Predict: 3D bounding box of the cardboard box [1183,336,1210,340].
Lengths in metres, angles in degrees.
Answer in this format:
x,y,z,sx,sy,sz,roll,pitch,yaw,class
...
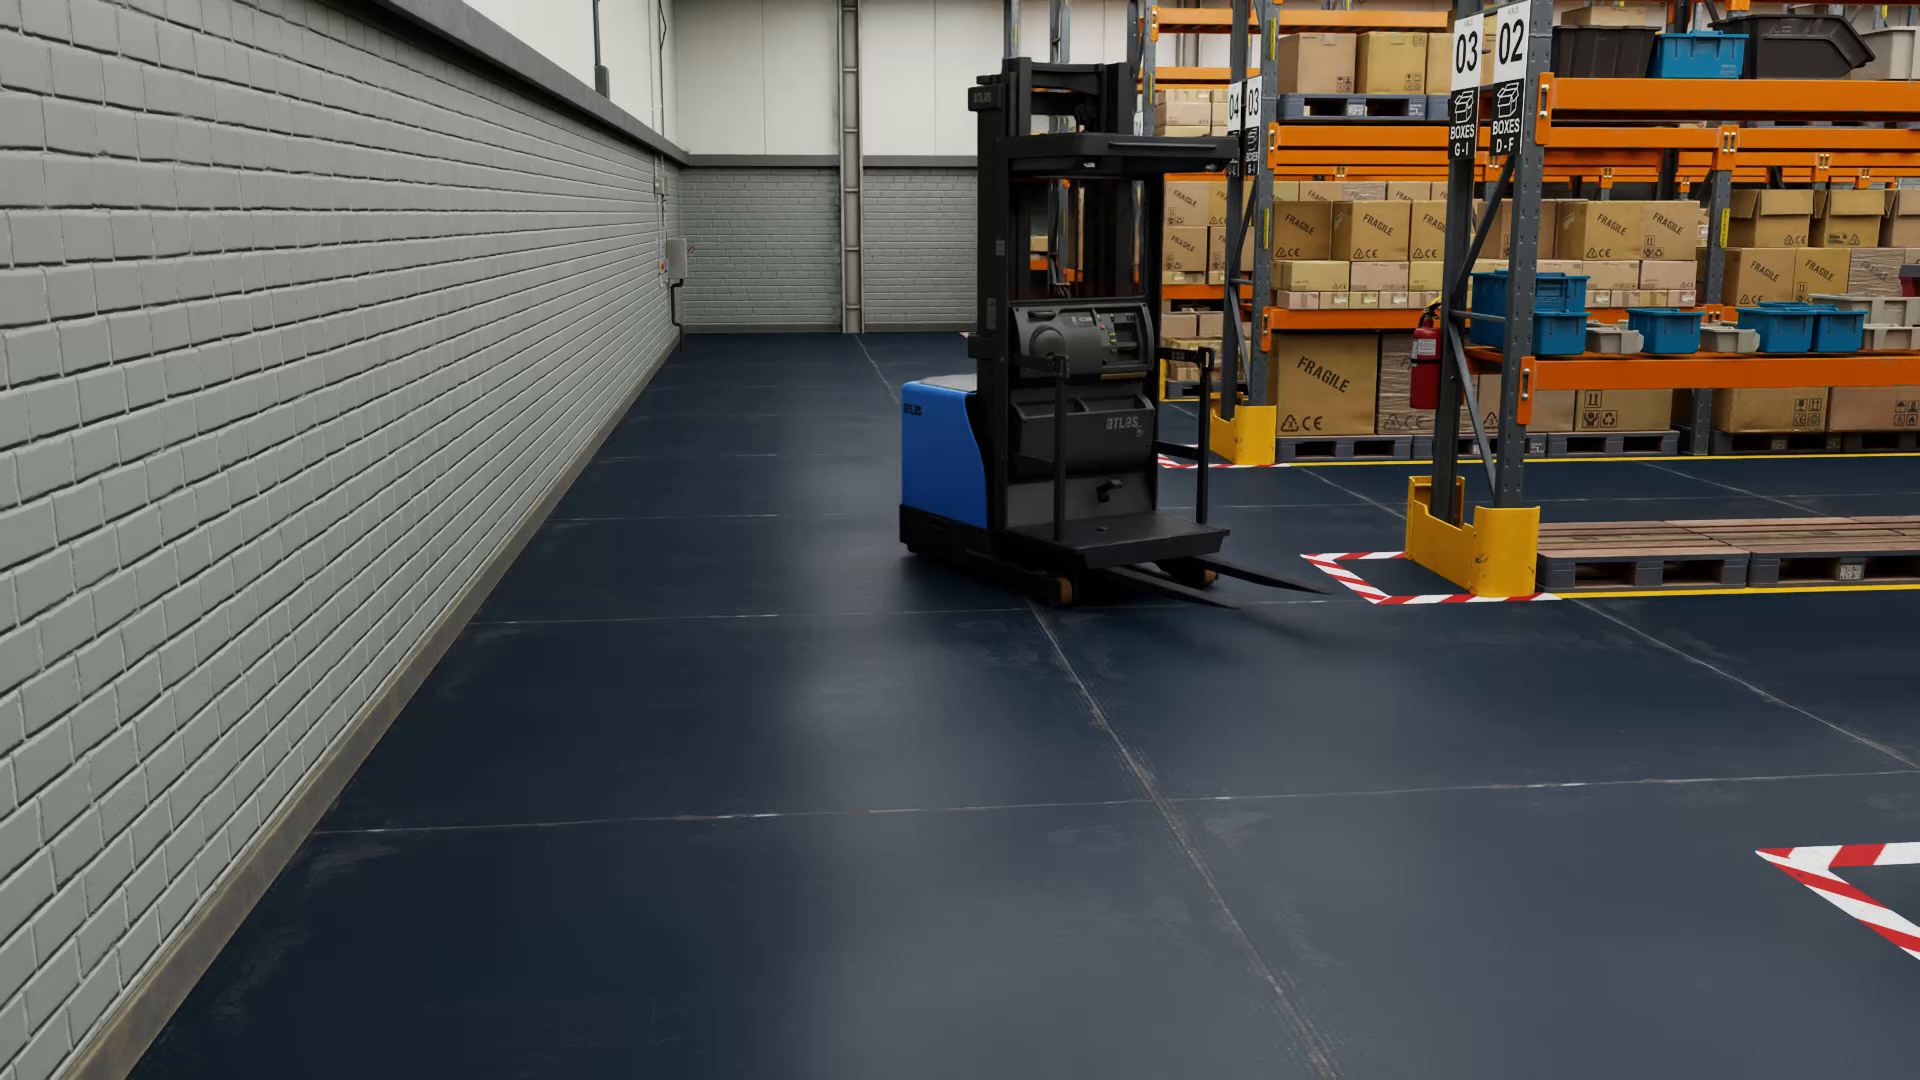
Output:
x,y,z,sx,sy,sz,roll,pitch,yaw,class
2.795,-2.324,19.675,0.250,0.149,0.380,-1,11,-5,cardboard box

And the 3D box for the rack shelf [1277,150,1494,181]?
x,y,z,sx,sy,sz,roll,pitch,yaw,class
4.028,-4.332,19.216,4.000,0.370,1.077,-1,11,-6,rack shelf

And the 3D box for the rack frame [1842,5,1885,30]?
x,y,z,sx,sy,sz,roll,pitch,yaw,class
13.335,-7.312,24.735,0.127,3.000,1.000,-1,11,-6,rack frame

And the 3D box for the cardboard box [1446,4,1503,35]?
x,y,z,sx,sy,sz,roll,pitch,yaw,class
4.485,-4.402,14.158,0.500,0.250,0.500,-2,11,-8,cardboard box

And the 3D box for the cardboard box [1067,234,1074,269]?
x,y,z,sx,sy,sz,roll,pitch,yaw,class
1.856,-4.229,24.342,0.500,0.500,0.500,-1,11,-6,cardboard box

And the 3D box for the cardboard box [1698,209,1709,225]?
x,y,z,sx,sy,sz,roll,pitch,yaw,class
10.875,-4.676,24.758,0.500,0.500,0.500,-1,11,-5,cardboard box

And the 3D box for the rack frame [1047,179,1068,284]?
x,y,z,sx,sy,sz,roll,pitch,yaw,class
1.405,-4.119,24.042,0.127,3.000,1.000,-1,11,-6,rack frame

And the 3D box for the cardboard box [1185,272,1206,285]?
x,y,z,sx,sy,sz,roll,pitch,yaw,class
2.646,-3.005,19.030,0.250,0.149,0.380,-1,11,-4,cardboard box

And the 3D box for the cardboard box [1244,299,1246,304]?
x,y,z,sx,sy,sz,roll,pitch,yaw,class
5.298,-4.200,29.849,0.500,0.500,0.500,-1,11,-6,cardboard box

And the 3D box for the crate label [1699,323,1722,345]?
x,y,z,sx,sy,sz,roll,pitch,yaw,class
4.365,-1.234,9.896,0.243,0.136,0.396,-1,11,-6,crate label

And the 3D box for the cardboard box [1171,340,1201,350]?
x,y,z,sx,sy,sz,roll,pitch,yaw,class
2.598,-2.216,19.125,0.250,0.149,0.380,-2,11,-9,cardboard box

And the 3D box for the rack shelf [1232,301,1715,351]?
x,y,z,sx,sy,sz,roll,pitch,yaw,class
4.464,-1.907,14.656,4.000,0.370,1.077,-1,11,-6,rack shelf

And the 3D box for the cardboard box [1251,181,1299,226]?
x,y,z,sx,sy,sz,roll,pitch,yaw,class
3.536,-3.834,18.971,0.500,0.500,0.500,-1,11,-7,cardboard box

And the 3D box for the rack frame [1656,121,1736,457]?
x,y,z,sx,sy,sz,roll,pitch,yaw,class
6.452,-2.301,14.799,0.127,3.000,1.000,-1,11,-6,rack frame

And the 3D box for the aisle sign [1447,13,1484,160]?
x,y,z,sx,sy,sz,roll,pitch,yaw,class
2.907,-2.599,9.571,0.004,0.787,0.394,-1,11,-6,aisle sign

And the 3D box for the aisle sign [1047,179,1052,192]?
x,y,z,sx,sy,sz,roll,pitch,yaw,class
1.300,-5.452,24.086,0.004,0.787,0.394,-1,11,-6,aisle sign

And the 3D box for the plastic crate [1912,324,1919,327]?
x,y,z,sx,sy,sz,roll,pitch,yaw,class
5.903,-1.171,9.607,0.590,0.125,0.437,-1,11,-6,plastic crate

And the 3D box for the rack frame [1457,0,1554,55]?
x,y,z,sx,sy,sz,roll,pitch,yaw,class
3.010,-4.212,8.965,0.127,3.000,1.000,-1,11,-6,rack frame

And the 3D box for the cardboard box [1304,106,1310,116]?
x,y,z,sx,sy,sz,roll,pitch,yaw,class
4.030,-4.804,18.847,0.500,0.250,0.500,-2,11,-8,cardboard box

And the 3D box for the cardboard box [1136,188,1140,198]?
x,y,z,sx,sy,sz,roll,pitch,yaw,class
2.571,-4.942,23.699,0.250,0.149,0.380,-2,11,-8,cardboard box

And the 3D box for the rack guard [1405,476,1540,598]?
x,y,z,sx,sy,sz,roll,pitch,yaw,class
2.988,-0.039,9.769,0.348,0.500,1.175,-1,11,-6,rack guard

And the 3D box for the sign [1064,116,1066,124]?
x,y,z,sx,sy,sz,roll,pitch,yaw,class
1.459,-5.952,23.119,0.005,0.325,0.100,-1,11,-6,sign

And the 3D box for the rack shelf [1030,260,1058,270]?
x,y,z,sx,sy,sz,roll,pitch,yaw,class
2.854,-4.759,29.165,4.000,0.370,1.077,-1,11,-6,rack shelf

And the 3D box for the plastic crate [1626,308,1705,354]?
x,y,z,sx,sy,sz,roll,pitch,yaw,class
3.946,-1.171,9.329,0.300,0.233,0.416,-1,11,-6,plastic crate

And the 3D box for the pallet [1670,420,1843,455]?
x,y,z,sx,sy,sz,roll,pitch,yaw,class
7.211,-0.964,15.223,1.213,0.211,1.003,-1,11,-6,pallet

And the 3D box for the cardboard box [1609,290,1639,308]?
x,y,z,sx,sy,sz,roll,pitch,yaw,class
5.673,-2.098,14.417,0.250,0.149,0.380,-1,11,-7,cardboard box

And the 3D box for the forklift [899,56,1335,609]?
x,y,z,sx,sy,sz,roll,pitch,yaw,class
0.817,-1.174,9.242,1.130,2.935,3.031,-7,13,-31,forklift

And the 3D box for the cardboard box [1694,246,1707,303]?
x,y,z,sx,sy,sz,roll,pitch,yaw,class
6.887,-2.413,15.105,0.500,0.500,0.500,-1,11,-6,cardboard box

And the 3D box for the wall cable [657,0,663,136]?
x,y,z,sx,sy,sz,roll,pitch,yaw,class
-4.298,-7.034,23.320,0.029,3.000,2.355,-1,11,-6,wall cable

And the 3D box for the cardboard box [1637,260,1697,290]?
x,y,z,sx,sy,sz,roll,pitch,yaw,class
6.041,-2.314,14.482,0.500,0.250,0.500,-1,11,-7,cardboard box

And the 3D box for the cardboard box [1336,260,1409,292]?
x,y,z,sx,sy,sz,roll,pitch,yaw,class
3.498,-2.261,14.210,0.500,0.250,0.500,-1,11,-7,cardboard box

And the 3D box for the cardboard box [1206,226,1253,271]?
x,y,z,sx,sy,sz,roll,pitch,yaw,class
3.046,-3.339,19.045,0.500,0.500,0.500,-1,11,-6,cardboard box

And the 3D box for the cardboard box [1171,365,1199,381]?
x,y,z,sx,sy,sz,roll,pitch,yaw,class
2.596,-1.928,19.202,0.250,0.149,0.380,-1,11,-5,cardboard box

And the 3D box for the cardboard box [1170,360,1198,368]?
x,y,z,sx,sy,sz,roll,pitch,yaw,class
2.589,-2.086,19.235,0.250,0.149,0.380,-1,11,-4,cardboard box

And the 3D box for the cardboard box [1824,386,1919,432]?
x,y,z,sx,sy,sz,roll,pitch,yaw,class
7.974,-1.501,15.146,0.875,0.875,1.225,-2,11,-8,cardboard box

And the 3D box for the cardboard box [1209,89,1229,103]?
x,y,z,sx,sy,sz,roll,pitch,yaw,class
2.920,-4.967,18.642,0.250,0.149,0.380,-1,11,-6,cardboard box

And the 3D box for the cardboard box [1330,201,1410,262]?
x,y,z,sx,sy,sz,roll,pitch,yaw,class
3.479,-2.627,14.129,0.500,0.500,0.500,-1,11,-7,cardboard box

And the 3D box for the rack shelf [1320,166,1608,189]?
x,y,z,sx,sy,sz,roll,pitch,yaw,class
7.370,-5.362,24.458,4.000,0.370,1.077,-1,11,-6,rack shelf

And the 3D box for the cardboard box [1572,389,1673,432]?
x,y,z,sx,sy,sz,roll,pitch,yaw,class
5.787,-1.467,14.971,0.875,0.875,0.875,-1,11,-6,cardboard box

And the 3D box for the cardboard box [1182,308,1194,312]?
x,y,z,sx,sy,sz,roll,pitch,yaw,class
3.965,-3.943,29.147,0.258,0.266,0.396,-1,11,-4,cardboard box

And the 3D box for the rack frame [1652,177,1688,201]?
x,y,z,sx,sy,sz,roll,pitch,yaw,class
12.795,-5.320,30.155,0.127,3.000,1.000,-1,11,-6,rack frame

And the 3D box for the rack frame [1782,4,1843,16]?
x,y,z,sx,sy,sz,roll,pitch,yaw,class
9.993,-6.282,19.493,0.127,3.000,1.000,-1,11,-6,rack frame

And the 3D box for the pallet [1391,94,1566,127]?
x,y,z,sx,sy,sz,roll,pitch,yaw,class
4.427,-3.690,14.315,1.213,0.211,1.003,-1,11,-6,pallet

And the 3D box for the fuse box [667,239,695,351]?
x,y,z,sx,sy,sz,roll,pitch,yaw,class
-4.280,-3.770,25.611,0.414,1.711,0.539,-1,11,-6,fuse box

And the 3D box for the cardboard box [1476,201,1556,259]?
x,y,z,sx,sy,sz,roll,pitch,yaw,class
4.941,-2.760,14.807,0.500,0.500,0.500,-2,11,-8,cardboard box

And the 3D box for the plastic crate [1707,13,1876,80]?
x,y,z,sx,sy,sz,roll,pitch,yaw,class
4.559,-2.689,9.154,0.767,0.338,0.504,-1,11,-6,plastic crate

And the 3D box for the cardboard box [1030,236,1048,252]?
x,y,z,sx,sy,sz,roll,pitch,yaw,class
1.346,-5.101,28.655,0.500,0.250,0.500,-1,11,-6,cardboard box

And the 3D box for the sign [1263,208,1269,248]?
x,y,z,sx,sy,sz,roll,pitch,yaw,class
2.529,-2.575,13.742,0.005,0.325,0.100,-1,11,-6,sign

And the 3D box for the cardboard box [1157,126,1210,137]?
x,y,z,sx,sy,sz,roll,pitch,yaw,class
2.514,-4.530,18.747,0.500,0.250,0.500,-1,11,-4,cardboard box

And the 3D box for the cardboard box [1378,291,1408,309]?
x,y,z,sx,sy,sz,roll,pitch,yaw,class
3.632,-2.056,14.200,0.250,0.149,0.380,-1,11,-7,cardboard box

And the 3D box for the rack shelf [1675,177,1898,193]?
x,y,z,sx,sy,sz,roll,pitch,yaw,class
14.784,-6.481,30.147,4.000,0.370,1.077,-1,11,-6,rack shelf

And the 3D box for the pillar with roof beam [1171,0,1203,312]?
x,y,z,sx,sy,sz,roll,pitch,yaw,class
4.517,-7.430,25.335,0.400,9.000,9.100,-1,11,-6,pillar with roof beam

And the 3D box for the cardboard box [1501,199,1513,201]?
x,y,z,sx,sy,sz,roll,pitch,yaw,class
7.869,-4.743,24.365,0.500,0.500,0.500,-1,11,-6,cardboard box
